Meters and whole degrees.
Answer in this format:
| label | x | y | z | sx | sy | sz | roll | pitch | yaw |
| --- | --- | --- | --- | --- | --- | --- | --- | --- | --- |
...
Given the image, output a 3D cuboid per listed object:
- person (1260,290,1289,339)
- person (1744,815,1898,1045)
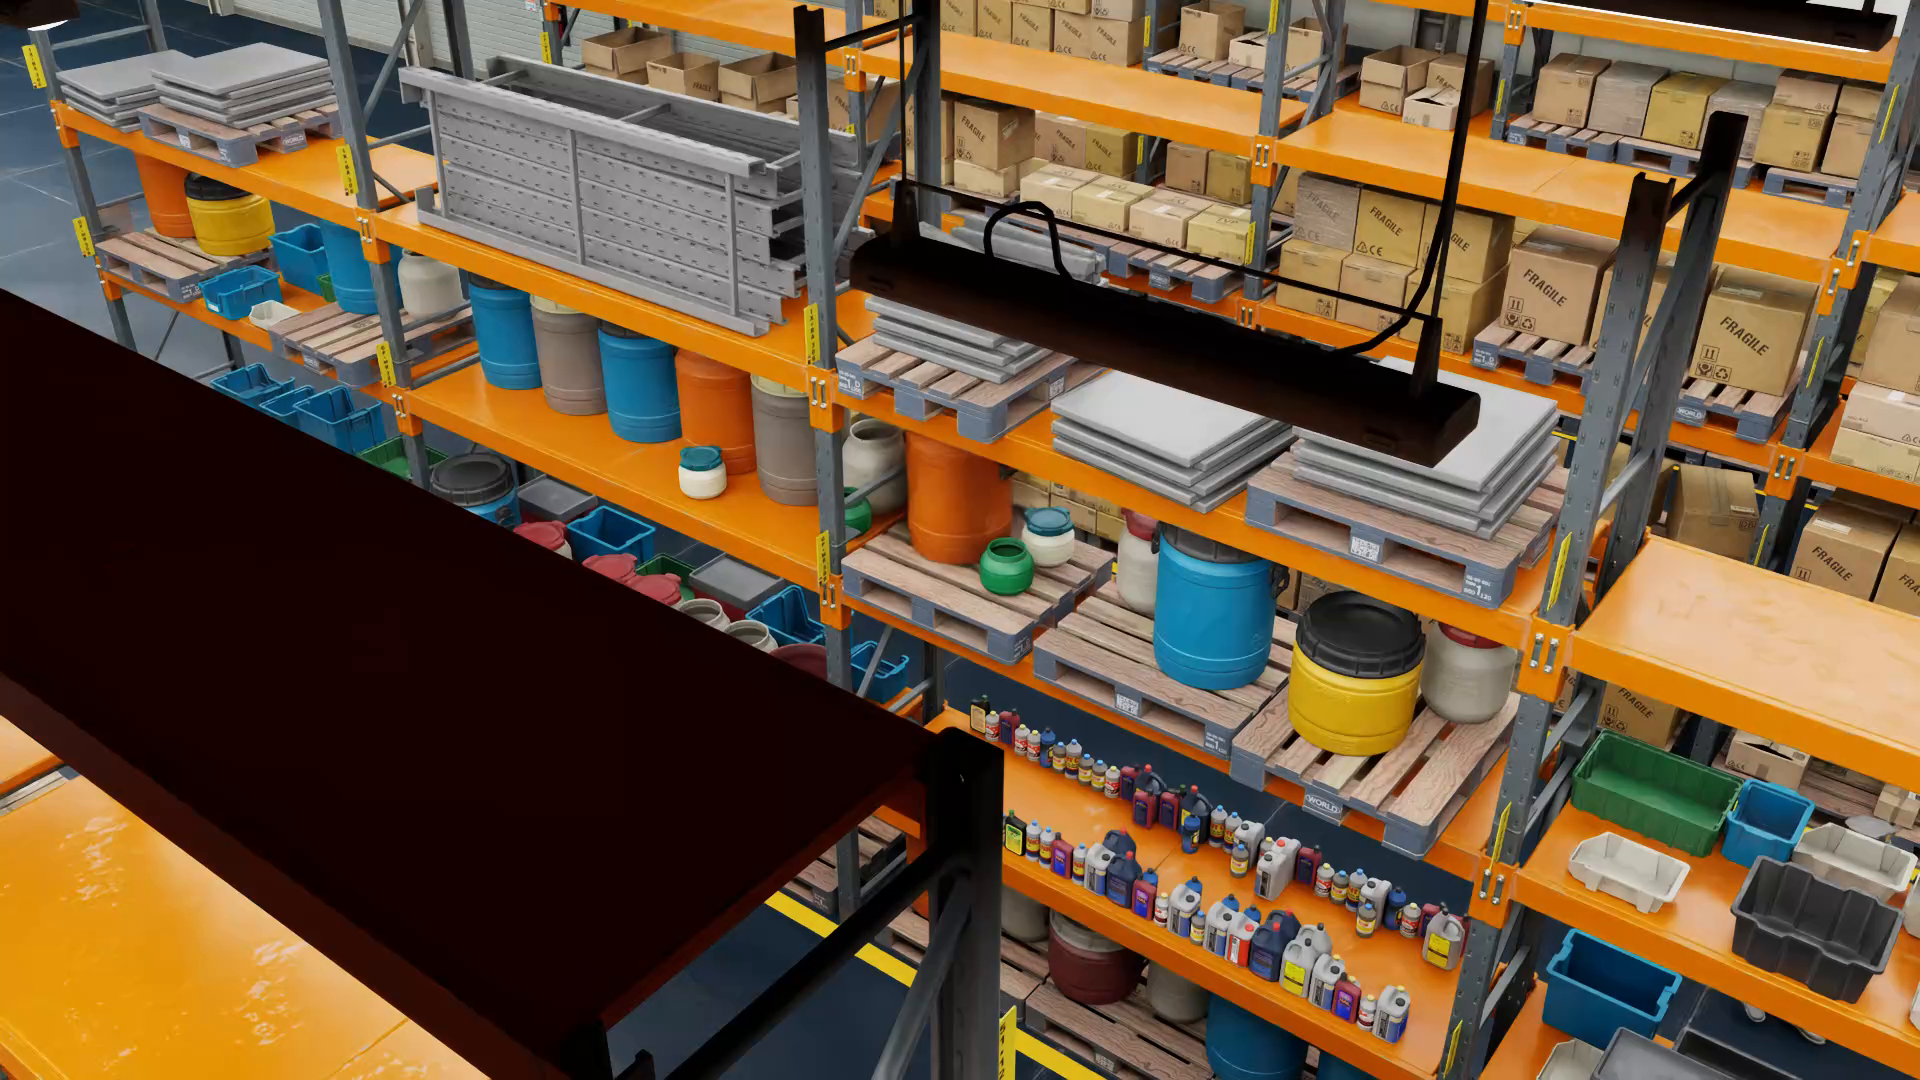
| label | x | y | z | sx | sy | sz | roll | pitch | yaw |
| --- | --- | --- | --- | --- | --- | --- | --- | --- | --- |
| person | 3.164 | -1.884 | 16.845 | 0.446 | 1.554 | 0.469 | -25 | 39 | -34 |
| person | 5.157 | 2.288 | 9.937 | 0.512 | 1.673 | 0.458 | -8 | 32 | -13 |
